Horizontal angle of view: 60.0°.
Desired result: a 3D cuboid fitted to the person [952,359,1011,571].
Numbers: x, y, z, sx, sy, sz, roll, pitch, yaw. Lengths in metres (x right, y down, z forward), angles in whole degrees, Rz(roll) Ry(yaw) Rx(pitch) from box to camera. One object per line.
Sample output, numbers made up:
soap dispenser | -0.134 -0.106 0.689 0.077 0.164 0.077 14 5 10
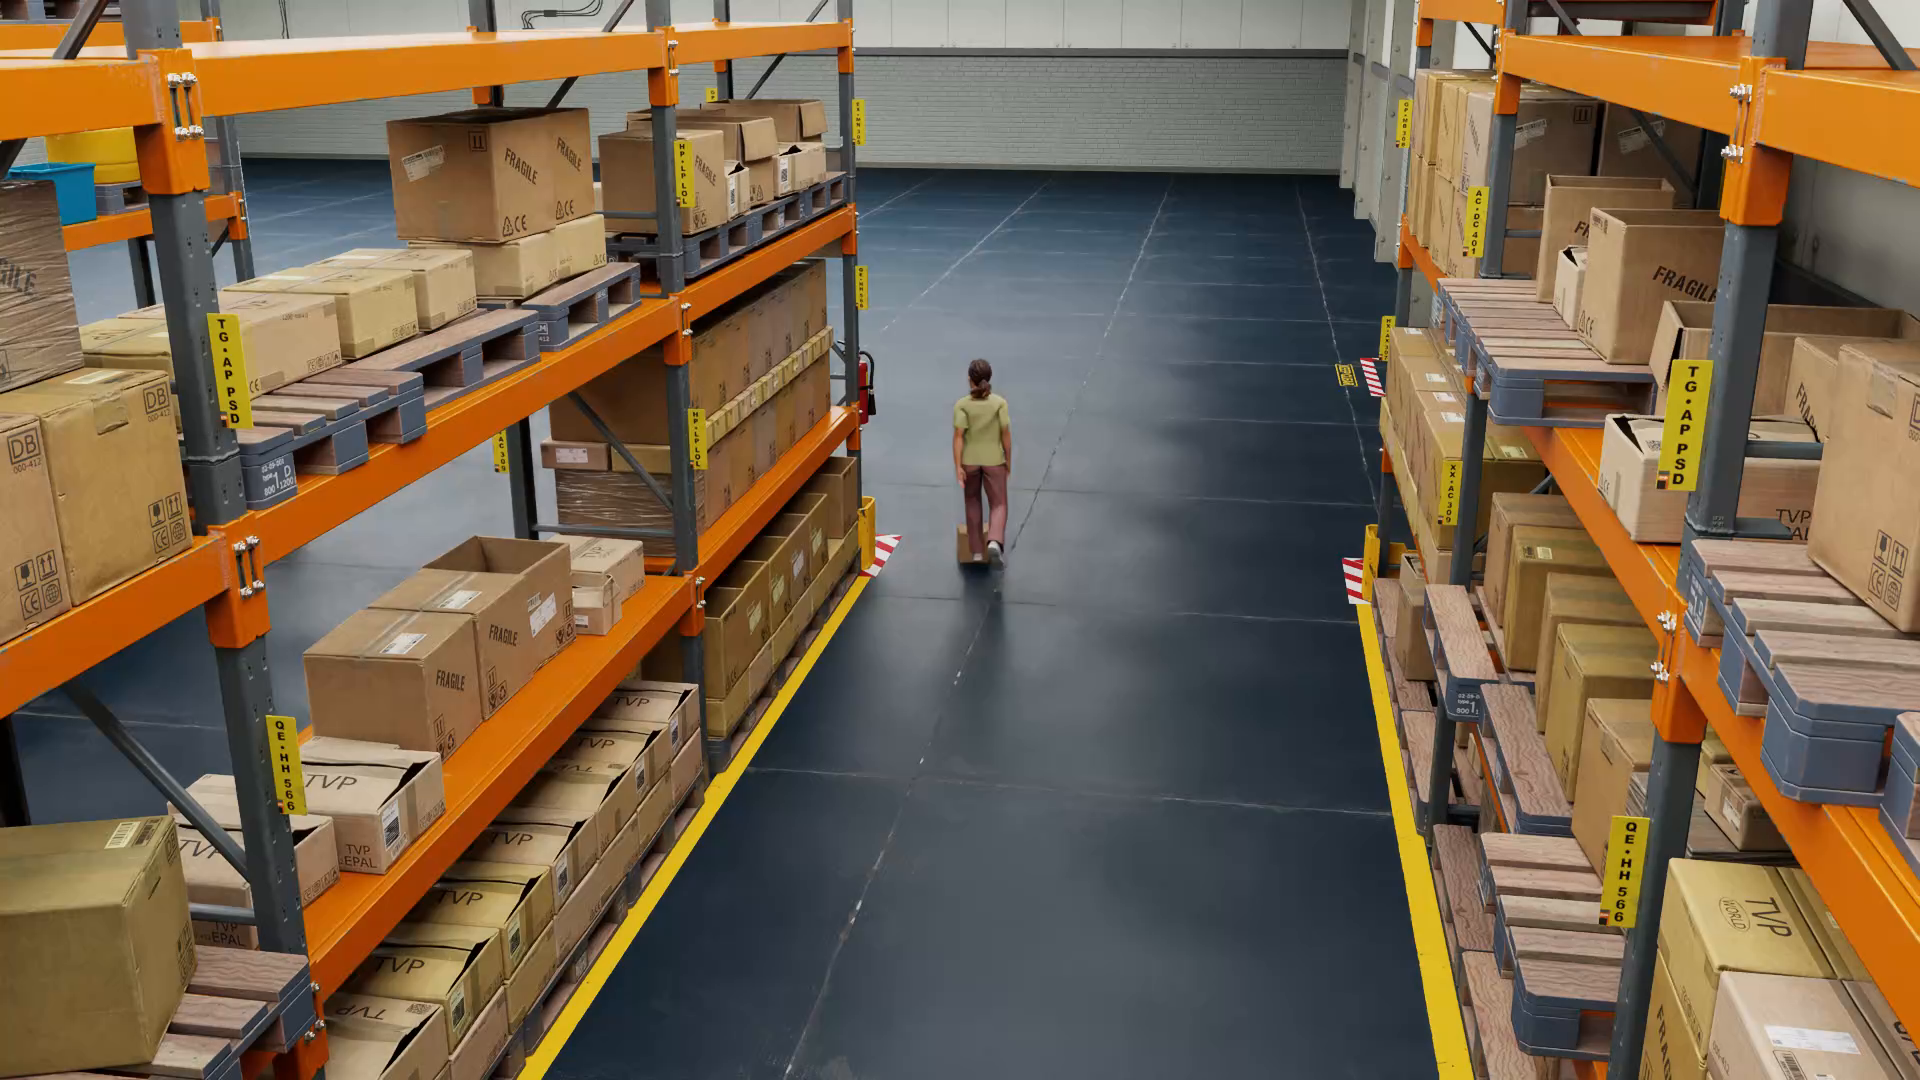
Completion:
person | 0.167 -0.572 12.776 0.449 1.638 0.833 1 18 2
